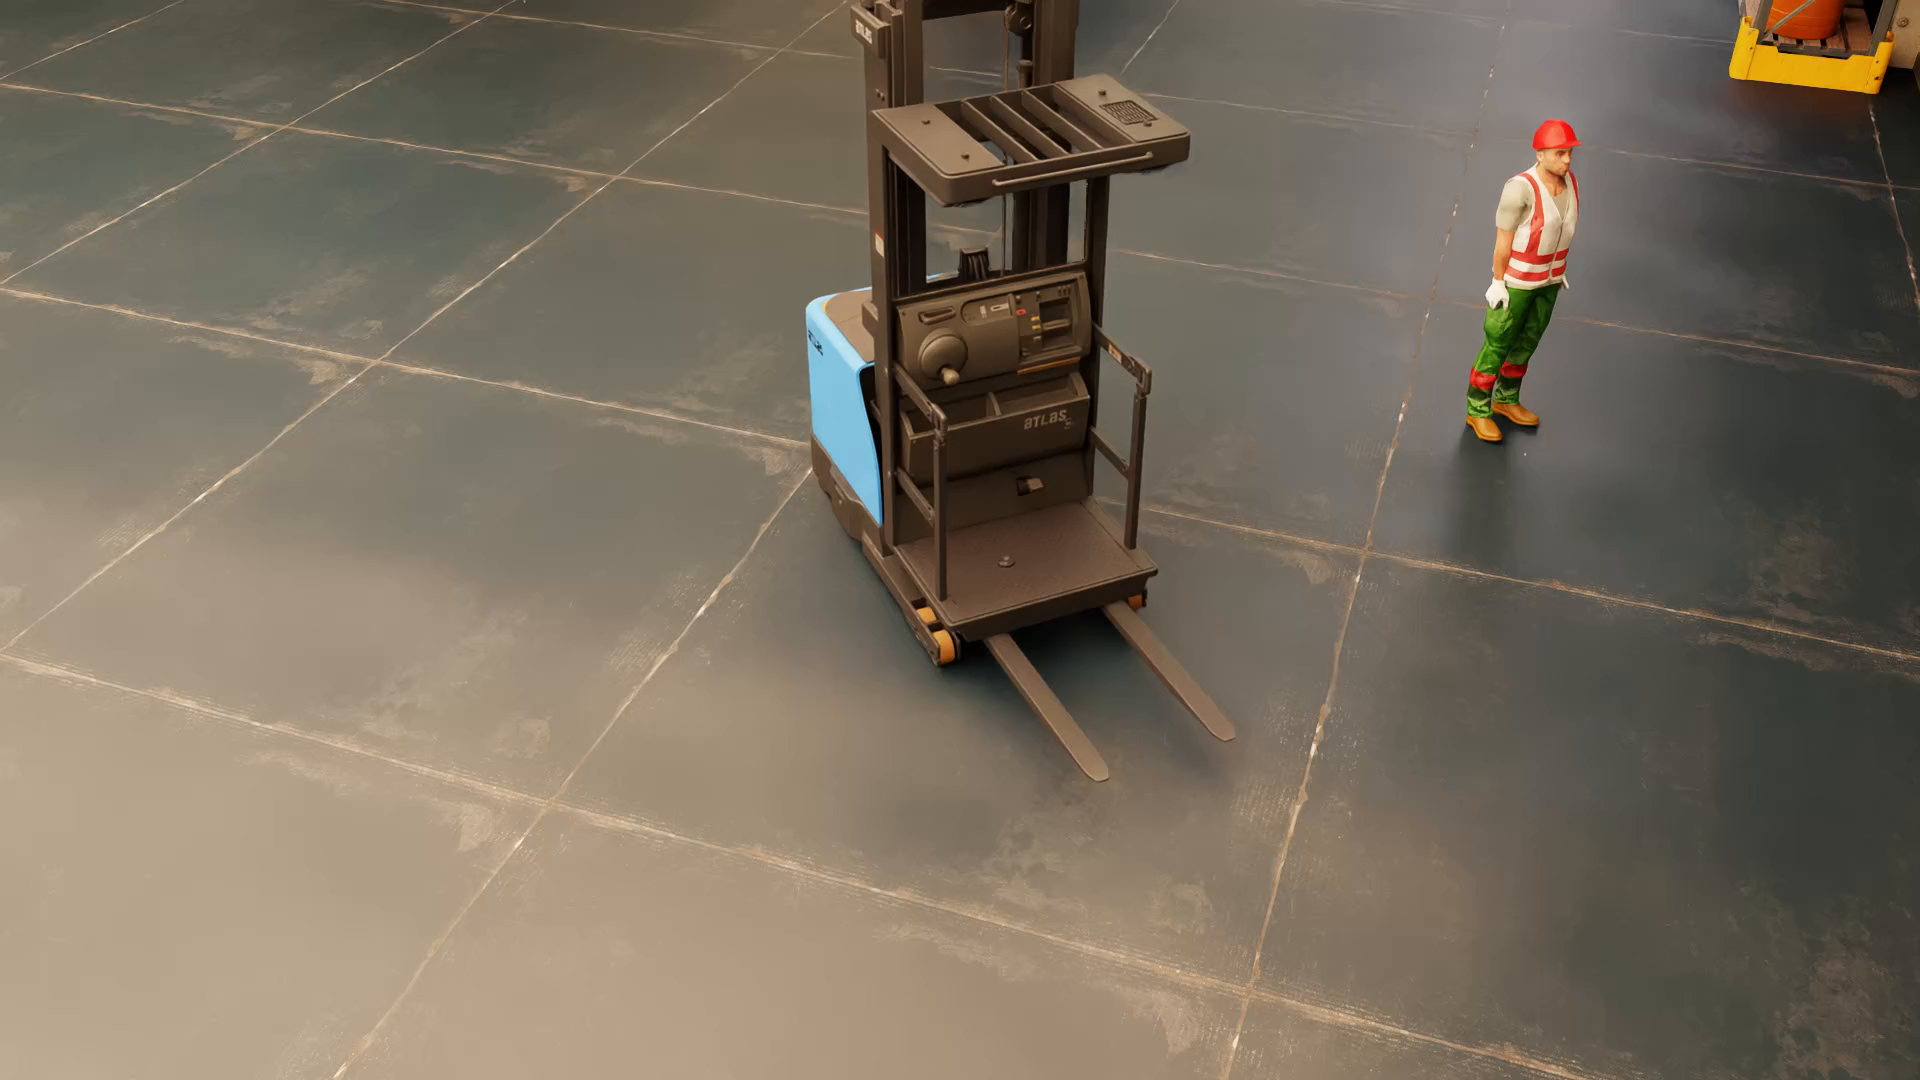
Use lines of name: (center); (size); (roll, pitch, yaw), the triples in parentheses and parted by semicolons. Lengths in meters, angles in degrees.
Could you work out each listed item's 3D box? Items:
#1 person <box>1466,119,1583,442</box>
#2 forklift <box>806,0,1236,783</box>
person: (3.125, -1.419, 9.099); (0.528, 1.795, 0.369); (-19, 39, -25)
forklift: (0.254, -0.893, 7.371); (1.130, 2.935, 3.031); (-14, 38, -19)
